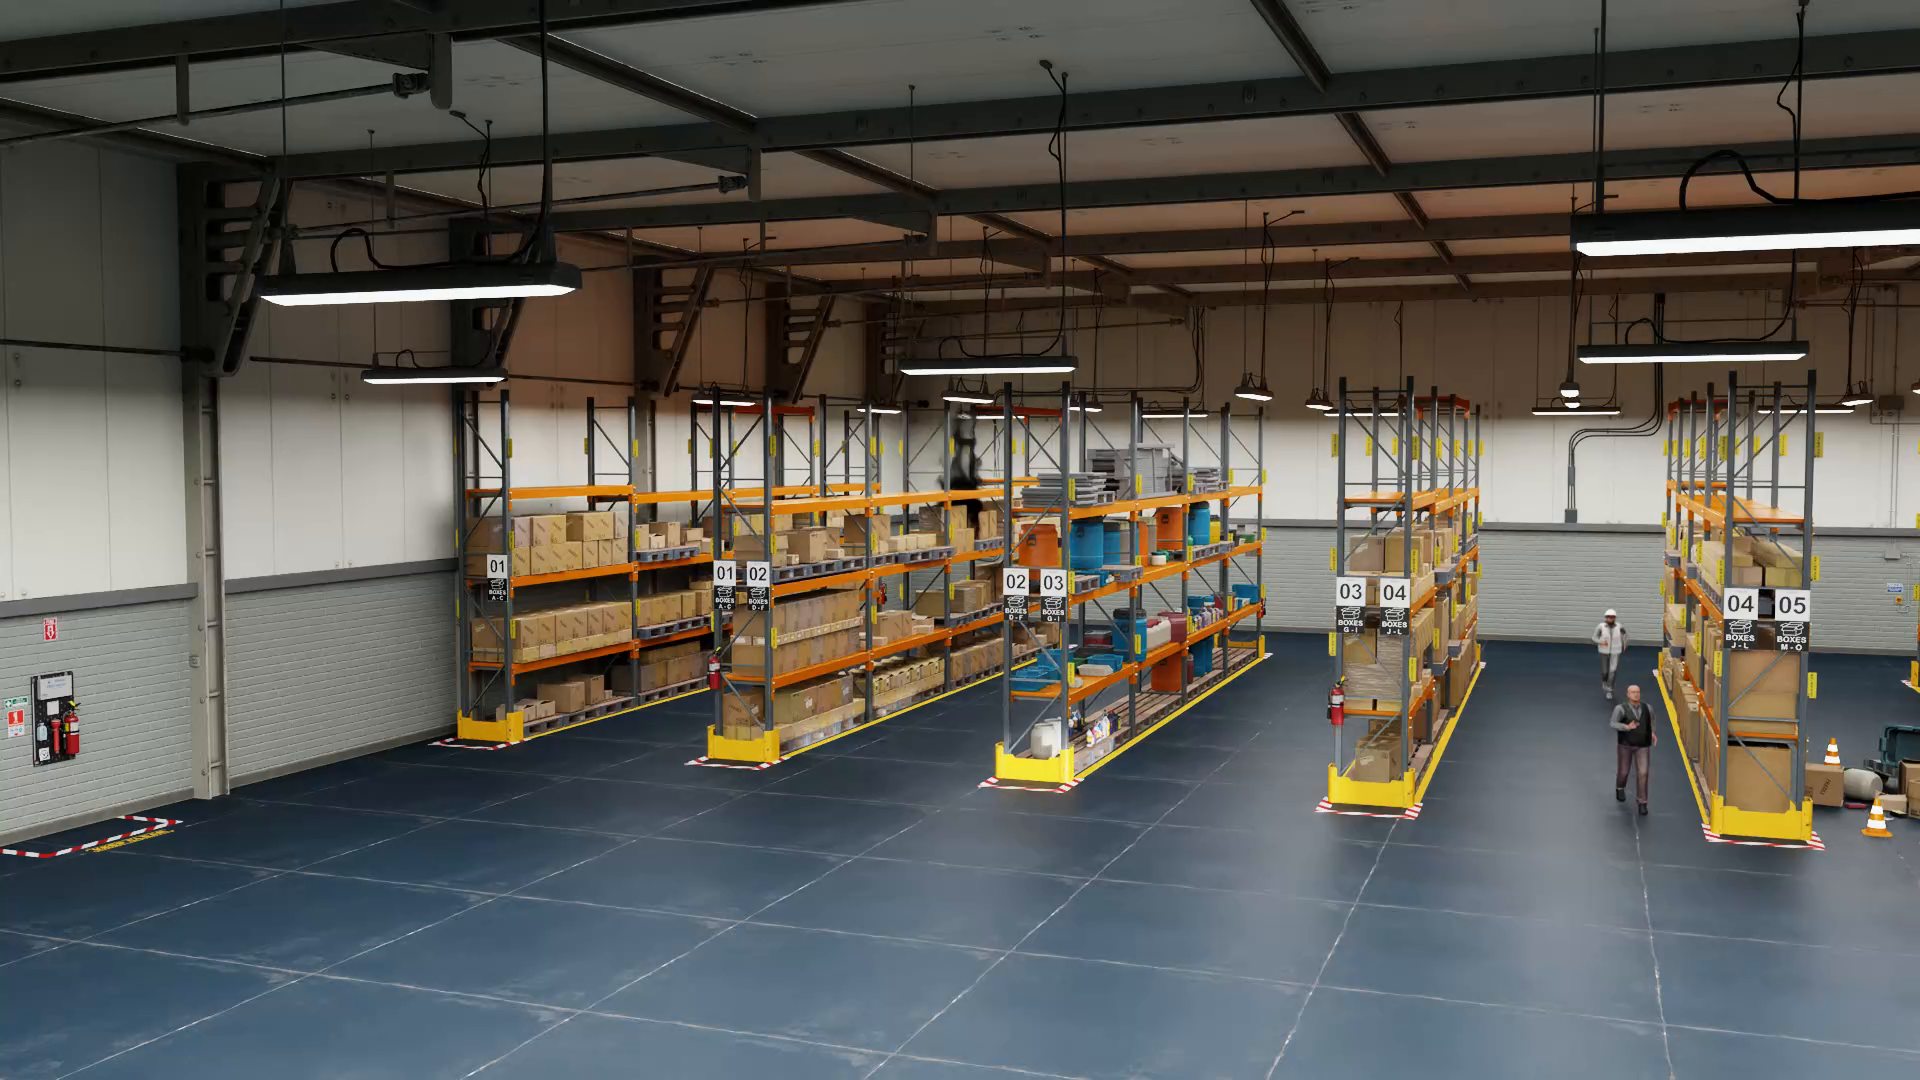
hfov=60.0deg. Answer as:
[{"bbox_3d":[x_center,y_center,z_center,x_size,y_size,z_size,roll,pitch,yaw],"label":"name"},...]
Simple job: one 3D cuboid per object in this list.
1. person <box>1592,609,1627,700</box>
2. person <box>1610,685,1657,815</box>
[{"bbox_3d":[13.071,2.274,33.476,0.679,1.781,1.018,1,3,16],"label":"person"},{"bbox_3d":[9.291,2.855,22.925,0.655,1.710,0.969,1,3,11],"label":"person"}]
